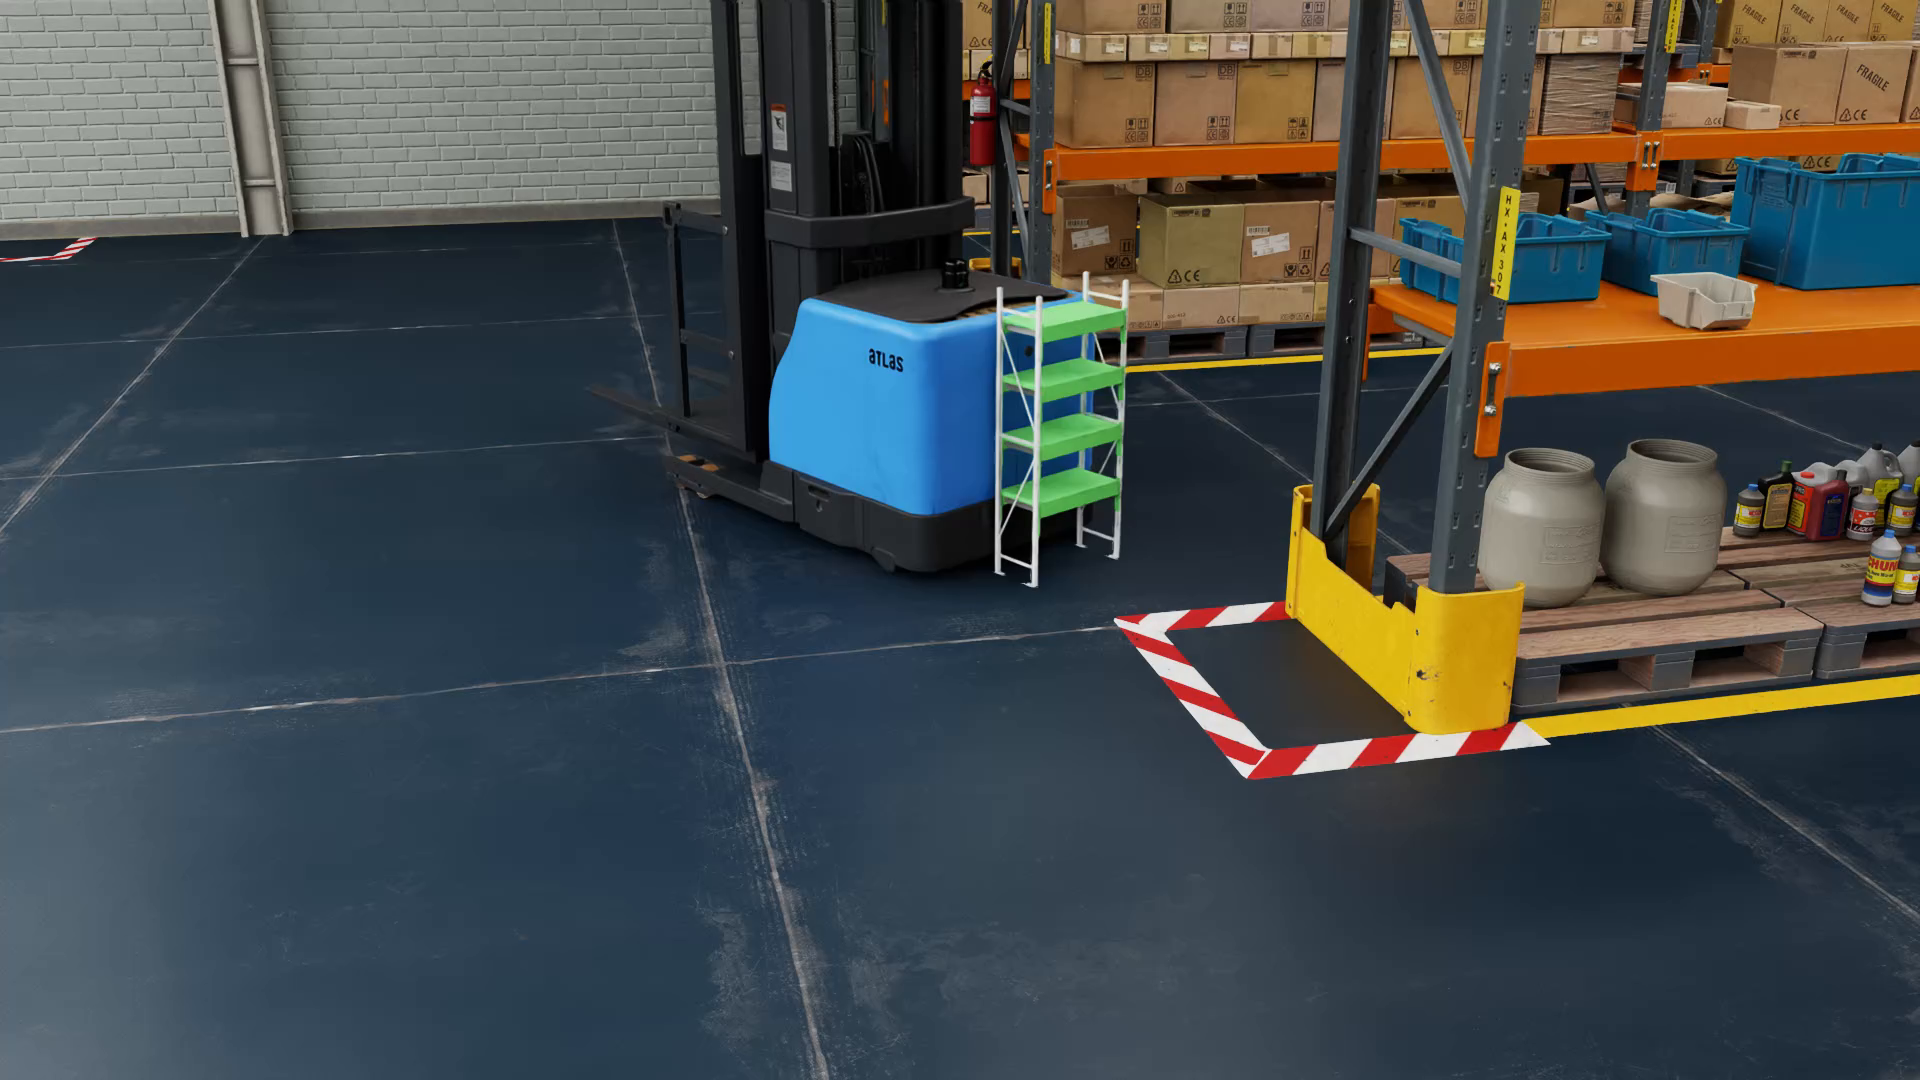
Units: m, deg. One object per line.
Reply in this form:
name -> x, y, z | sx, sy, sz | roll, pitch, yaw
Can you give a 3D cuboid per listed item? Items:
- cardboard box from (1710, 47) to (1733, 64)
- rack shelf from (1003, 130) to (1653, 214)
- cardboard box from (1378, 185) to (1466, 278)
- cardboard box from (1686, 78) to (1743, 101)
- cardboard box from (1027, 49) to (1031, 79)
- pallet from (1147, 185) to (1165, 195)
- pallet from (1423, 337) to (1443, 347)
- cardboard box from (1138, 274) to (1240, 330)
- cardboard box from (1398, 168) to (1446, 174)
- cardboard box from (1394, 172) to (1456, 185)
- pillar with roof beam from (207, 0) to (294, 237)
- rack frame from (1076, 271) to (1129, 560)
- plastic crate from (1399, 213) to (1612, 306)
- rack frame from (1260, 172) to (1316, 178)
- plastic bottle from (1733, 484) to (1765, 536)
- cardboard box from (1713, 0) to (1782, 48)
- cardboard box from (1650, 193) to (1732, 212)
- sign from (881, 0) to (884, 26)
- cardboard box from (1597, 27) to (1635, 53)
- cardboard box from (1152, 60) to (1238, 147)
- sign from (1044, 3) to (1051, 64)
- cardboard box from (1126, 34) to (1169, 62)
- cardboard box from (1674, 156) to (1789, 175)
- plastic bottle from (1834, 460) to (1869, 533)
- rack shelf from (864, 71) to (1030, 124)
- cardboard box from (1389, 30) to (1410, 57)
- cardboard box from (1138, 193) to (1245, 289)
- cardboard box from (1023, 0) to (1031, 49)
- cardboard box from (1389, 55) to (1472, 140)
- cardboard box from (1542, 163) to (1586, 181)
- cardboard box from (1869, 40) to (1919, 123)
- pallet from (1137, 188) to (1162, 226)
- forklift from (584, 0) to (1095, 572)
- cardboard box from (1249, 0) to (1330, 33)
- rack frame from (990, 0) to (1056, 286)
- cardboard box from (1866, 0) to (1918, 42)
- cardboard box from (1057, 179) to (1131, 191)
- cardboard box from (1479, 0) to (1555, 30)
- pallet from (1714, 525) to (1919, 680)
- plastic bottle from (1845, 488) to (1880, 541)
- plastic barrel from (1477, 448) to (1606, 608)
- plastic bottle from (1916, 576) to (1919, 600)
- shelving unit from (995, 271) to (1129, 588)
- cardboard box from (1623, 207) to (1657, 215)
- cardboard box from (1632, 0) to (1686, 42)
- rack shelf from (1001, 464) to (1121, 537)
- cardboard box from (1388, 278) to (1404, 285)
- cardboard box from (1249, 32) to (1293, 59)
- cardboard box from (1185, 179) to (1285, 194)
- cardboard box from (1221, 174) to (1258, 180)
cardboard box -> 7.386, -4.731, 16.204 | 0.250, 0.149, 0.380 | -5, 21, -13
rack shelf -> 2.317, -2.420, 10.606 | 4.000, 0.370, 1.077 | -5, 21, -12
cardboard box -> 2.887, -1.988, 10.677 | 0.500, 0.500, 0.500 | -5, 21, -12
cardboard box -> 5.077, -2.984, 11.295 | 0.258, 0.266, 0.396 | -5, 21, -14
cardboard box -> 0.774, -4.213, 14.643 | 0.500, 0.250, 0.500 | -5, 21, -13
pallet -> 2.474, -3.200, 15.742 | 1.213, 0.211, 1.003 | -5, 21, -12
pallet -> 3.480, -1.558, 11.260 | 1.213, 0.211, 1.003 | -5, 21, -12
cardboard box -> 1.430, -1.514, 10.475 | 0.500, 0.250, 0.500 | -5, 21, -12
cardboard box -> 4.324, -3.728, 16.126 | 0.500, 0.500, 0.700 | -5, 21, -14
cardboard box -> 3.255, -2.200, 11.257 | 0.500, 0.500, 0.500 | -5, 21, -12
pillar with roof beam -> -5.139, -5.503, 9.255 | 0.400, 9.000, 9.100 | -5, 21, -12
rack frame -> 0.594, -0.510, 6.963 | 0.015, 1.200, 0.240 | -17, 26, -39
plastic crate -> 1.925, -1.011, 5.930 | 0.616, 0.251, 0.499 | -5, 21, -12
rack frame -> 3.120, -4.574, 15.440 | 0.127, 3.000, 1.000 | -5, 21, -12
plastic bottle -> 3.193, -0.126, 6.726 | 0.097, 0.201, 0.097 | 0, 20, 0
cardboard box -> 7.544, -5.039, 16.104 | 0.500, 0.500, 0.500 | -4, 21, -11
cardboard box -> 5.096, -2.257, 11.686 | 0.500, 0.311, 0.500 | -4, 21, -11
sign -> -0.648, -4.482, 13.931 | 0.005, 0.325, 0.100 | -5, 21, -12
cardboard box -> 4.048, -3.174, 10.531 | 0.250, 0.149, 0.380 | -5, 21, -13
cardboard box -> 1.338, -2.722, 10.240 | 0.500, 0.500, 0.700 | -4, 21, -11
sign -> 0.493, -2.857, 9.379 | 0.005, 0.325, 0.100 | -5, 21, -12
cardboard box -> 1.059, -2.932, 9.869 | 0.250, 0.149, 0.380 | -5, 21, -14
cardboard box -> 7.758, -4.093, 16.641 | 0.750, 0.750, 0.750 | -5, 21, -13
plastic bottle -> 3.580, -0.183, 6.773 | 0.135, 0.276, 0.152 | -5, 21, -14
rack shelf -> 1.174, -4.078, 15.132 | 4.000, 0.370, 1.077 | -5, 21, -12
cardboard box -> 2.554, -3.052, 10.198 | 0.250, 0.149, 0.380 | -4, 20, -11
cardboard box -> 1.430, -1.866, 10.344 | 0.500, 0.500, 0.500 | -5, 21, -12
cardboard box -> 0.749, -4.560, 14.501 | 0.500, 0.500, 0.500 | -5, 21, -14
cardboard box -> 2.832, -2.844, 10.571 | 0.500, 0.500, 0.700 | -4, 21, -12
cardboard box -> 5.796, -3.847, 16.450 | 0.500, 0.500, 0.700 | -5, 21, -13
cardboard box -> 6.527, -3.141, 11.384 | 0.500, 0.500, 0.500 | -6, 21, -15
pallet -> 1.285, -3.102, 15.475 | 1.213, 0.211, 1.003 | -5, 21, -12
forklift -> -0.761, -1.672, 7.617 | 1.130, 2.935, 3.031 | -17, 26, -39
cardboard box -> 1.880, -3.376, 10.139 | 0.500, 0.500, 0.700 | -5, 21, -12
rack frame -> 0.371, -2.600, 10.050 | 0.127, 3.000, 1.000 | -5, 21, -12
cardboard box -> 9.044, -5.160, 16.434 | 0.500, 0.500, 0.500 | -4, 21, -11
cardboard box -> 1.201, -3.401, 15.233 | 0.500, 0.500, 0.700 | -6, 21, -16
cardboard box -> 3.342, -3.495, 10.462 | 0.500, 0.500, 0.700 | -5, 21, -13
pallet -> 3.547, 0.189, 6.493 | 1.213, 0.211, 1.003 | -5, 21, -12
plastic bottle -> 3.627, -0.107, 6.675 | 0.097, 0.201, 0.097 | 0, 20, 0
plastic barrel -> 2.130, -0.048, 6.091 | 0.421, 0.512, 0.421 | 0, 20, 0
plastic bottle -> 3.568, 0.077, 6.054 | 0.133, 0.283, 0.061 | -4, 21, -12
shelving unit -> 0.412, -0.454, 6.809 | 0.503, 1.200, 0.258 | -17, 26, -39
cardboard box -> 4.723, -2.035, 11.080 | 0.500, 0.311, 0.500 | -5, 21, -12
cardboard box -> 6.557, -5.104, 16.101 | 0.500, 0.500, 0.700 | -7, 21, -19
rack shelf -> 0.412, -0.169, 6.914 | 0.480, 0.148, 0.258 | -17, 26, -39
cardboard box -> 2.890, -1.632, 10.795 | 0.500, 0.250, 0.500 | -5, 21, -12
cardboard box -> 1.806, -2.992, 10.034 | 0.250, 0.149, 0.380 | -5, 21, -14
cardboard box -> 1.794, -2.084, 10.939 | 0.500, 0.500, 0.500 | -5, 21, -12
cardboard box -> 2.606, -3.398, 15.709 | 0.250, 0.166, 0.380 | -7, 21, -20
